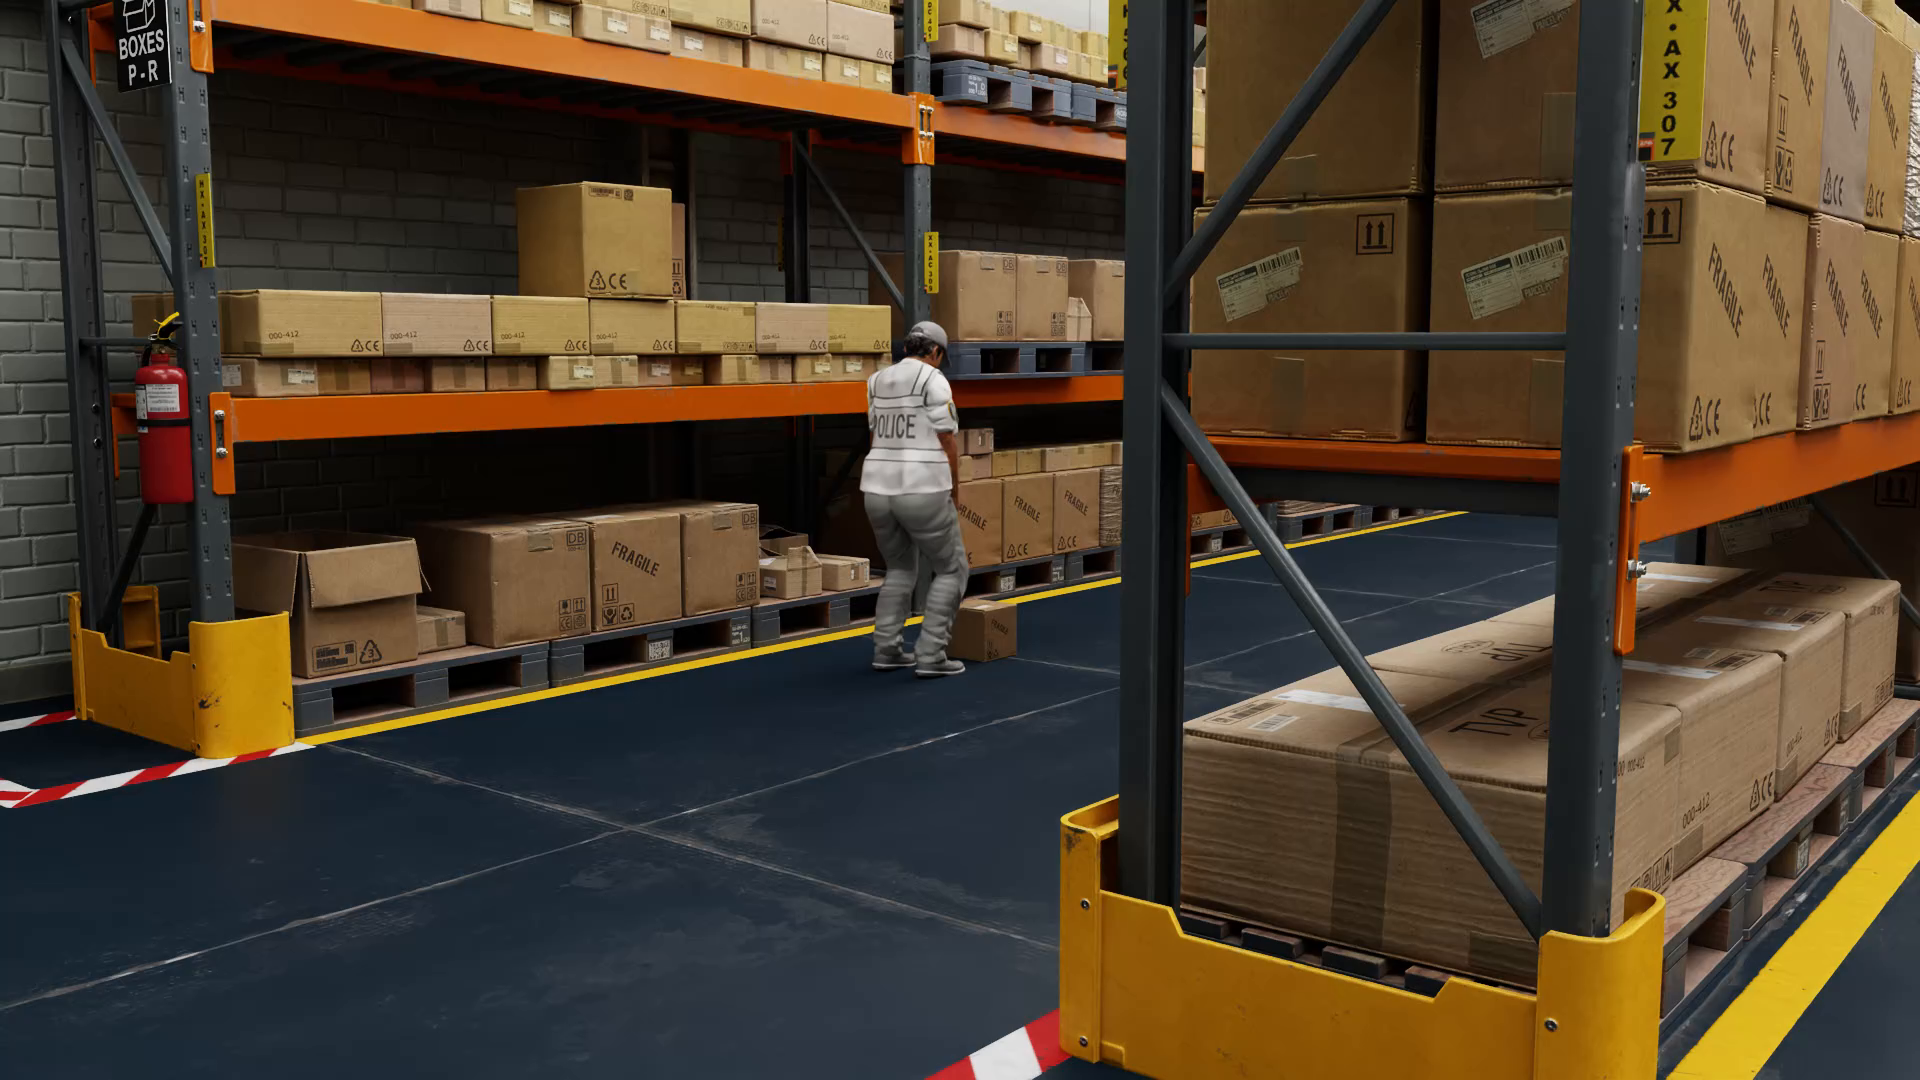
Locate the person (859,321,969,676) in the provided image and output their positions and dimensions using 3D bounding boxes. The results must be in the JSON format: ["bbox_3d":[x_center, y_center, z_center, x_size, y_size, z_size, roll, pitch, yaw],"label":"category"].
[{"bbox_3d":[-0.214,-0.190,7.613,0.500,1.610,0.496,6,9,40],"label":"person"}]
